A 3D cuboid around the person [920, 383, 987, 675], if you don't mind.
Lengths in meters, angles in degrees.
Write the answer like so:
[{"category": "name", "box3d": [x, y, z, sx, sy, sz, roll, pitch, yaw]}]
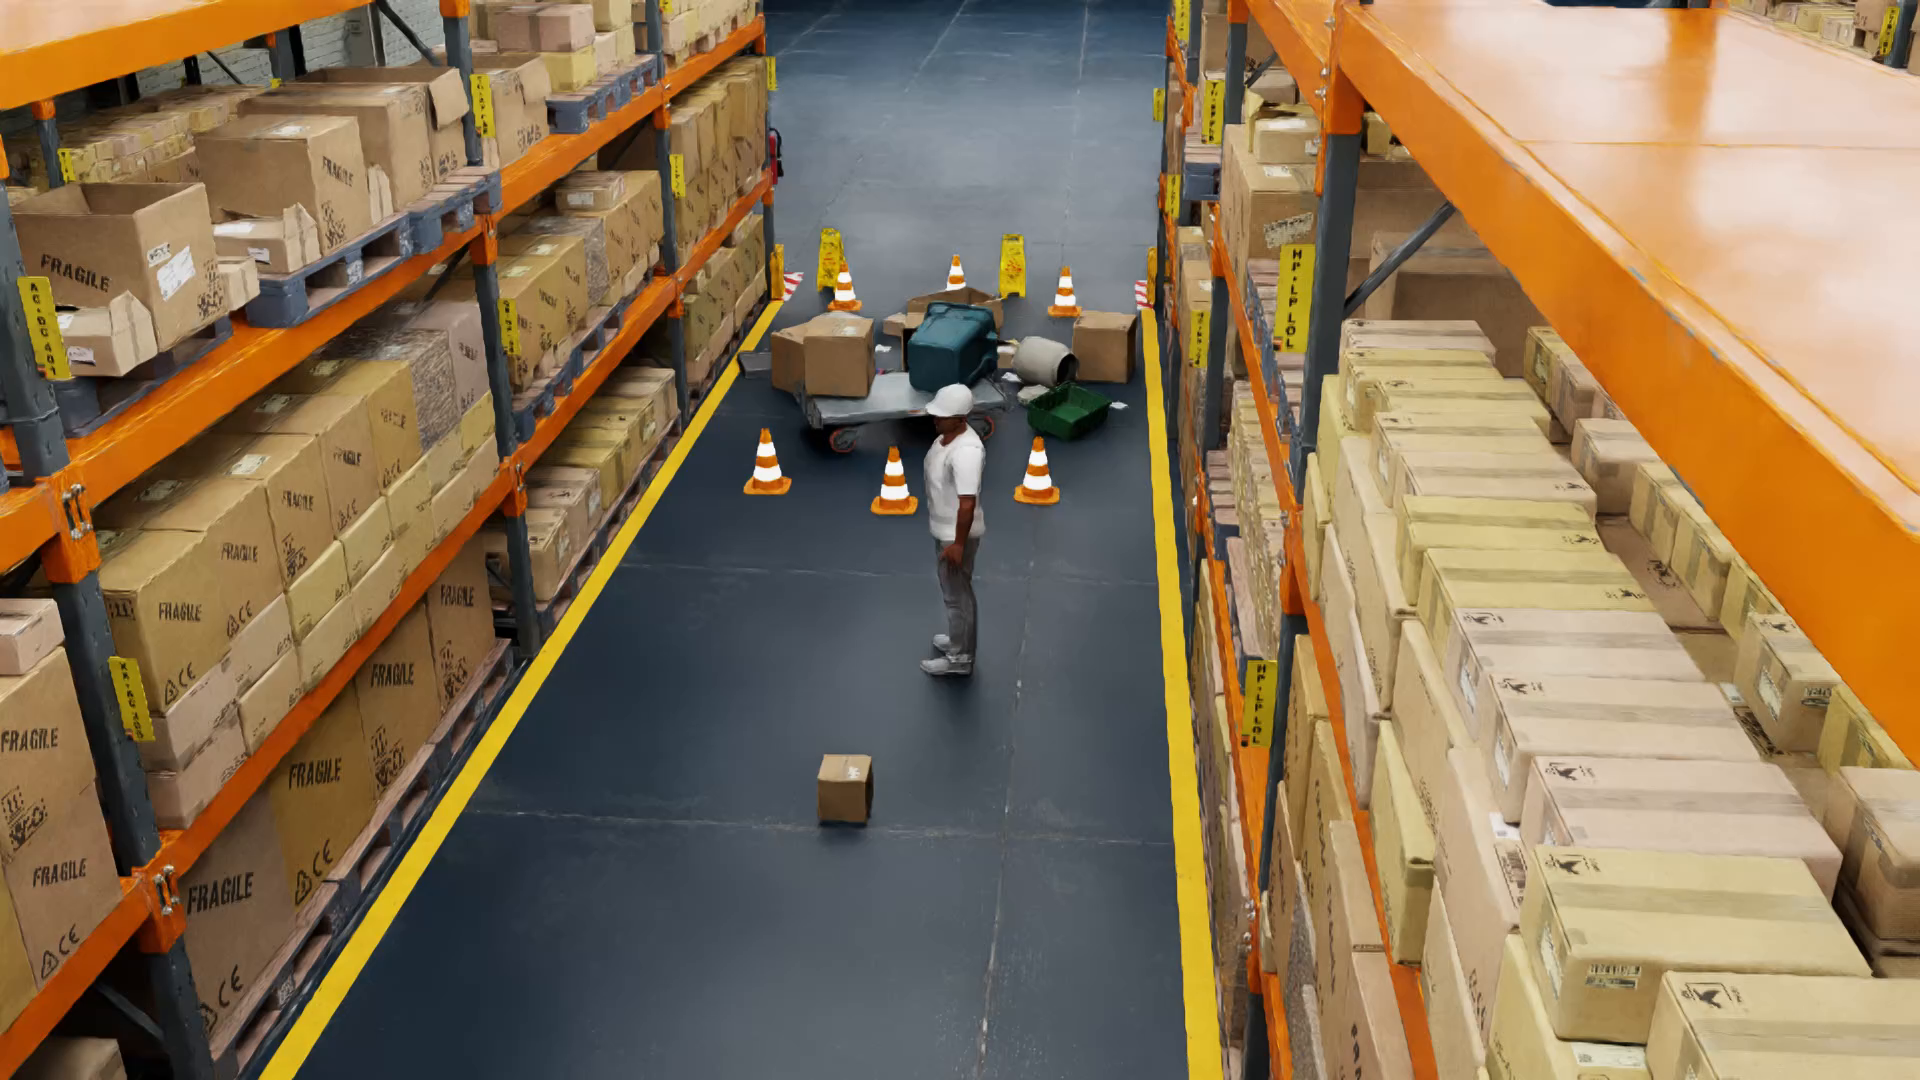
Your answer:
[{"category": "person", "box3d": [-0.055, -0.064, 9.648, 0.386, 1.774, 0.650, -3, 25, -6]}]
